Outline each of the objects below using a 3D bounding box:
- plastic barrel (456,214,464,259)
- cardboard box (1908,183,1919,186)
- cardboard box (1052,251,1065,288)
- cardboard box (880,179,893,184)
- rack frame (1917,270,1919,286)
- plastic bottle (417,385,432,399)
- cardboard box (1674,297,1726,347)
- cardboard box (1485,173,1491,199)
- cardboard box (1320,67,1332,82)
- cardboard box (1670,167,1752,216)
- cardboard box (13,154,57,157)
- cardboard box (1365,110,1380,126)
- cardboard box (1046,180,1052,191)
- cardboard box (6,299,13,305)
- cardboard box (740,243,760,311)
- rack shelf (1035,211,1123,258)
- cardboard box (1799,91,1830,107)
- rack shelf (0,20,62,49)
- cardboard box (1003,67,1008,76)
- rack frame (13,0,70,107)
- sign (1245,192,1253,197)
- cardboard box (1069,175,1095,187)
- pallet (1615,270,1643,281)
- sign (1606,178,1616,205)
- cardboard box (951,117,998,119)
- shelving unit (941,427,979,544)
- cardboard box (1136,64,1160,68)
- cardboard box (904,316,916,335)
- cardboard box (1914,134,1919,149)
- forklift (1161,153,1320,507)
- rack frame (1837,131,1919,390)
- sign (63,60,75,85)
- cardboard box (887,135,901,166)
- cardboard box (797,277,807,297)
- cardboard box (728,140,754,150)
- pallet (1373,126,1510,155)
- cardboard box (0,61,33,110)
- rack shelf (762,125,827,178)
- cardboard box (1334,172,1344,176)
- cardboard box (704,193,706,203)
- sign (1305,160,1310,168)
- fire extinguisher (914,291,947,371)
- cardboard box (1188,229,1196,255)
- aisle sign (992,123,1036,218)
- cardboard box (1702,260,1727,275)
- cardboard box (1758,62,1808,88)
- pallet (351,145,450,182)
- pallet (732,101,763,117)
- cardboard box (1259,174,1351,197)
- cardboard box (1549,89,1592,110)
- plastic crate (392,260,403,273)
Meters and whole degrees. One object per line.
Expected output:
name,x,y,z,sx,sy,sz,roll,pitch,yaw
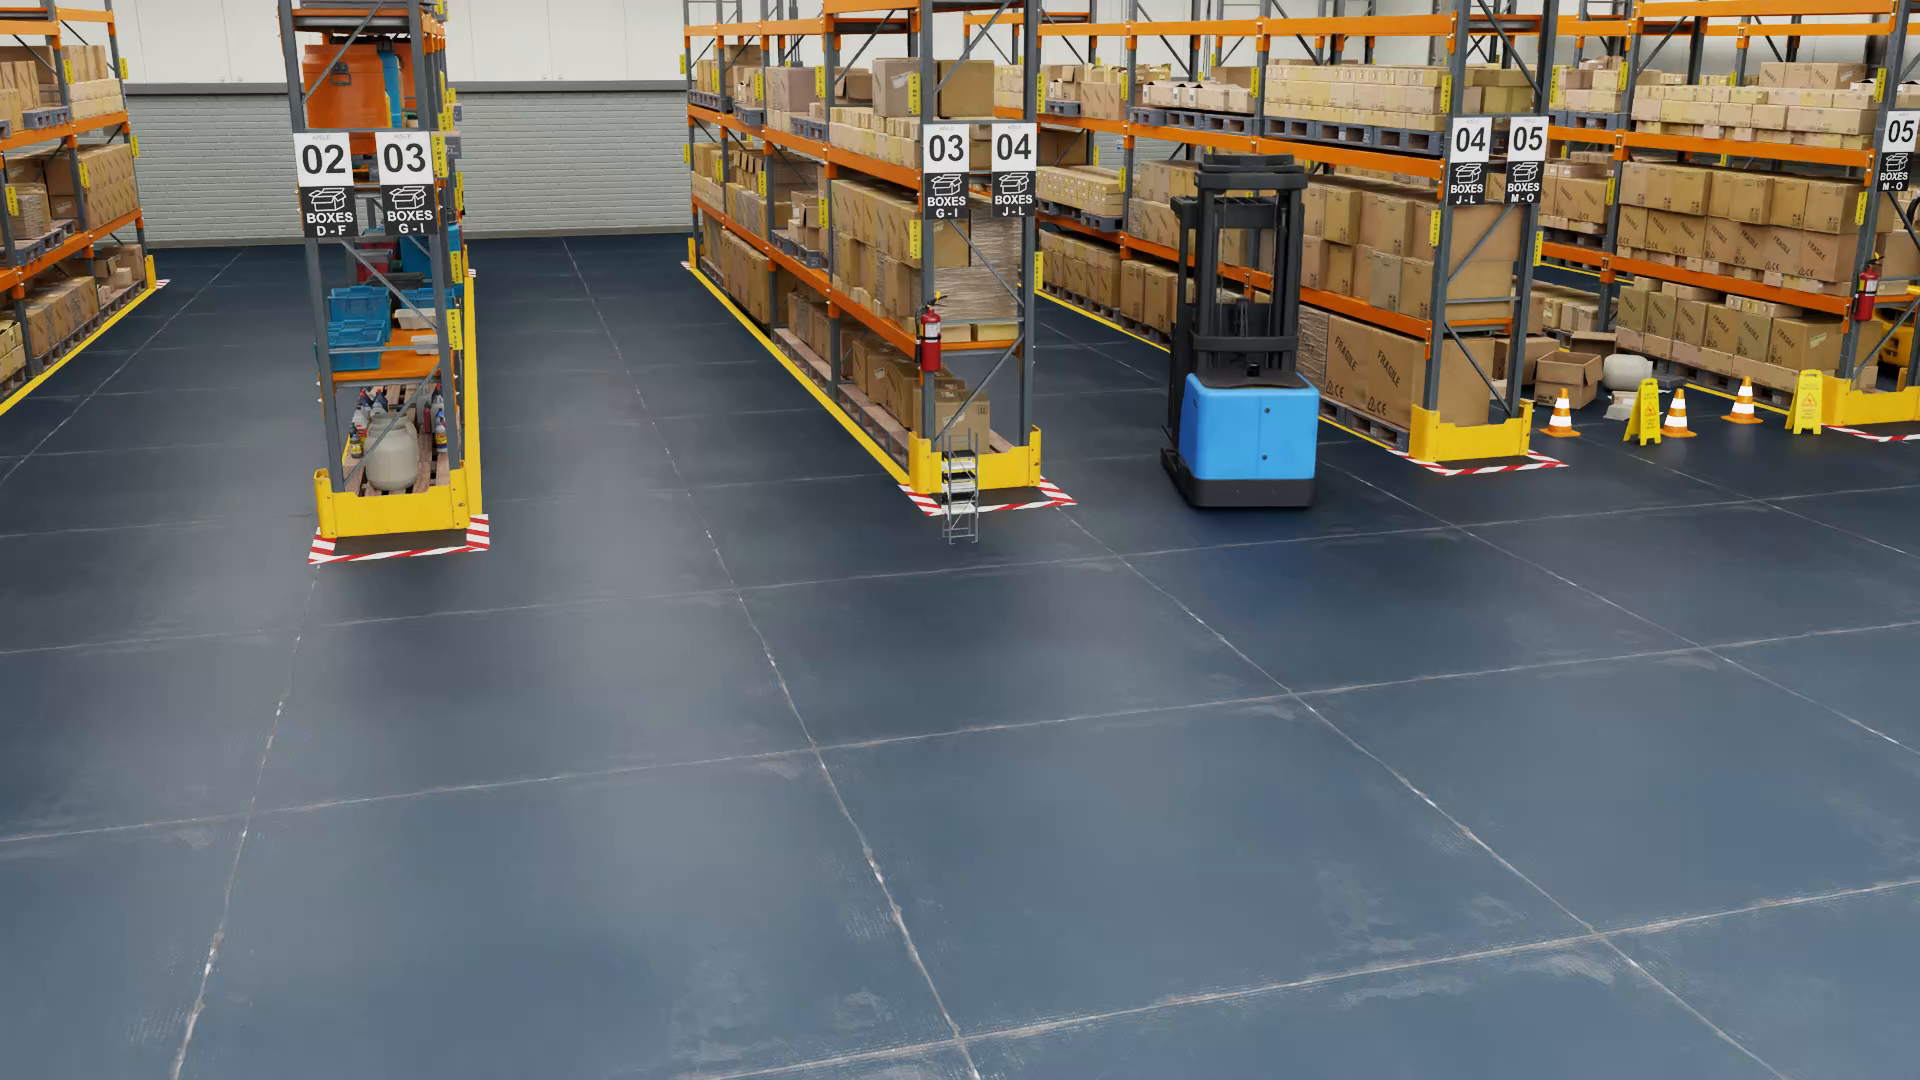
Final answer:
plastic barrel,-6.385,-3.695,20.304,0.600,0.536,0.708,-5,17,-15
cardboard box,13.286,-4.886,23.202,0.380,0.149,0.250,-5,17,-16
cardboard box,1.751,-4.229,25.932,0.500,0.500,0.500,-4,17,-13
cardboard box,-0.554,-3.586,17.748,0.500,0.500,0.500,-5,17,-15
rack frame,13.358,-4.197,22.209,1.000,3.000,0.127,-5,17,-15
plastic bottle,-5.389,-1.403,16.750,0.144,0.351,0.185,-5,17,-15
cardboard box,8.788,-2.571,19.544,0.500,0.500,0.500,-4,17,-12
cardboard box,7.538,-5.015,23.512,0.500,0.500,0.500,-4,17,-12
cardboard box,3.979,-4.852,17.322,0.380,0.149,0.250,-5,17,-15
cardboard box,8.730,-4.050,19.290,0.700,0.500,0.500,-5,17,-16
cardboard box,-13.198,-5.238,23.764,0.500,0.500,0.500,-5,17,-16
cardboard box,4.257,-4.190,16.504,0.380,0.149,0.250,-5,17,-16
cardboard box,1.539,-5.460,25.604,0.380,0.149,0.250,-5,18,-18
cardboard box,-12.192,-2.741,20.943,0.500,0.500,0.500,-5,18,-17
cardboard box,-2.449,-3.749,23.683,1.225,0.875,0.875,-5,17,-15
rack shelf,2.206,-4.699,25.132,1.077,0.370,4.000,-5,17,-15
cardboard box,9.167,-4.683,17.664,0.380,0.149,0.250,-5,17,-15
rack shelf,-12.117,-6.234,20.510,1.077,0.370,4.000,-5,17,-15
cardboard box,0.927,-7.813,27.731,0.380,0.149,0.250,-5,17,-16
rack frame,-12.667,-7.324,22.191,1.000,3.000,0.127,-5,17,-15
sign,3.336,-3.855,19.196,0.100,0.325,0.005,-5,17,-15
cardboard box,1.827,-5.313,24.599,0.380,0.149,0.250,-4,17,-13
pallet,11.758,-4.514,28.112,1.003,0.211,1.213,-5,17,-15
sign,8.054,-4.313,20.583,0.100,0.325,0.005,-5,17,-15
cardboard box,0.131,-3.784,15.189,0.380,0.149,0.250,-4,17,-13
shelving unit,-0.002,-0.433,13.330,0.258,0.900,0.210,-5,17,-15
cardboard box,2.659,-6.685,23.775,0.396,0.266,0.258,-5,17,-15
cardboard box,-0.306,-1.990,15.299,0.380,0.149,0.250,-5,17,-15
cardboard box,9.907,-4.130,17.211,0.380,0.149,0.250,-5,17,-15
forklift,2.487,-2.053,15.192,1.130,2.935,3.031,0,17,-1
rack frame,9.686,-2.697,17.216,1.000,3.000,0.127,-5,17,-15
sign,-12.134,-6.368,22.641,0.100,0.325,0.005,-5,17,-15
cardboard box,-0.360,-3.529,15.034,0.500,0.250,0.500,-5,17,-15
cardboard box,-1.828,-3.316,21.554,0.500,0.250,0.500,-4,17,-13
cardboard box,-3.853,-6.655,28.833,0.500,0.500,0.500,-4,17,-15
pallet,4.740,-3.876,16.082,1.003,0.211,1.213,-5,17,-15
cardboard box,-12.393,-5.856,21.440,0.600,0.600,0.600,-5,17,-16
rack shelf,-1.492,-4.665,19.805,1.077,0.370,4.000,-5,17,-15
cardboard box,6.408,-5.898,27.264,0.500,0.250,0.500,-4,17,-14
cardboard box,-4.036,-5.669,27.547,0.380,0.149,0.250,-5,17,-17
sign,5.855,-6.424,27.983,0.100,0.325,0.005,-5,17,-15
fire extinguisher,-0.255,-1.808,14.392,0.296,0.674,0.183,-5,17,-15
cardboard box,3.176,-3.835,20.830,0.500,0.500,0.500,-5,17,-15
aisle sign,0.463,-3.165,14.255,0.394,0.787,0.004,-5,17,-15
cardboard box,8.803,-3.148,19.156,0.380,0.149,0.250,-5,17,-15
cardboard box,12.223,-6.817,24.641,0.500,0.500,0.500,-5,17,-15
pallet,-4.738,-3.104,13.687,1.003,0.211,1.213,-5,17,-15
pallet,-2.841,-6.328,24.422,0.805,0.209,1.217,-5,18,-17
cardboard box,3.923,-3.868,18.978,0.875,0.550,0.550,-5,17,-15
cardboard box,8.013,-5.801,21.866,0.500,0.250,0.500,-4,17,-15
plastic crate,-6.454,-2.986,18.547,0.450,0.188,0.662,-5,17,-15
